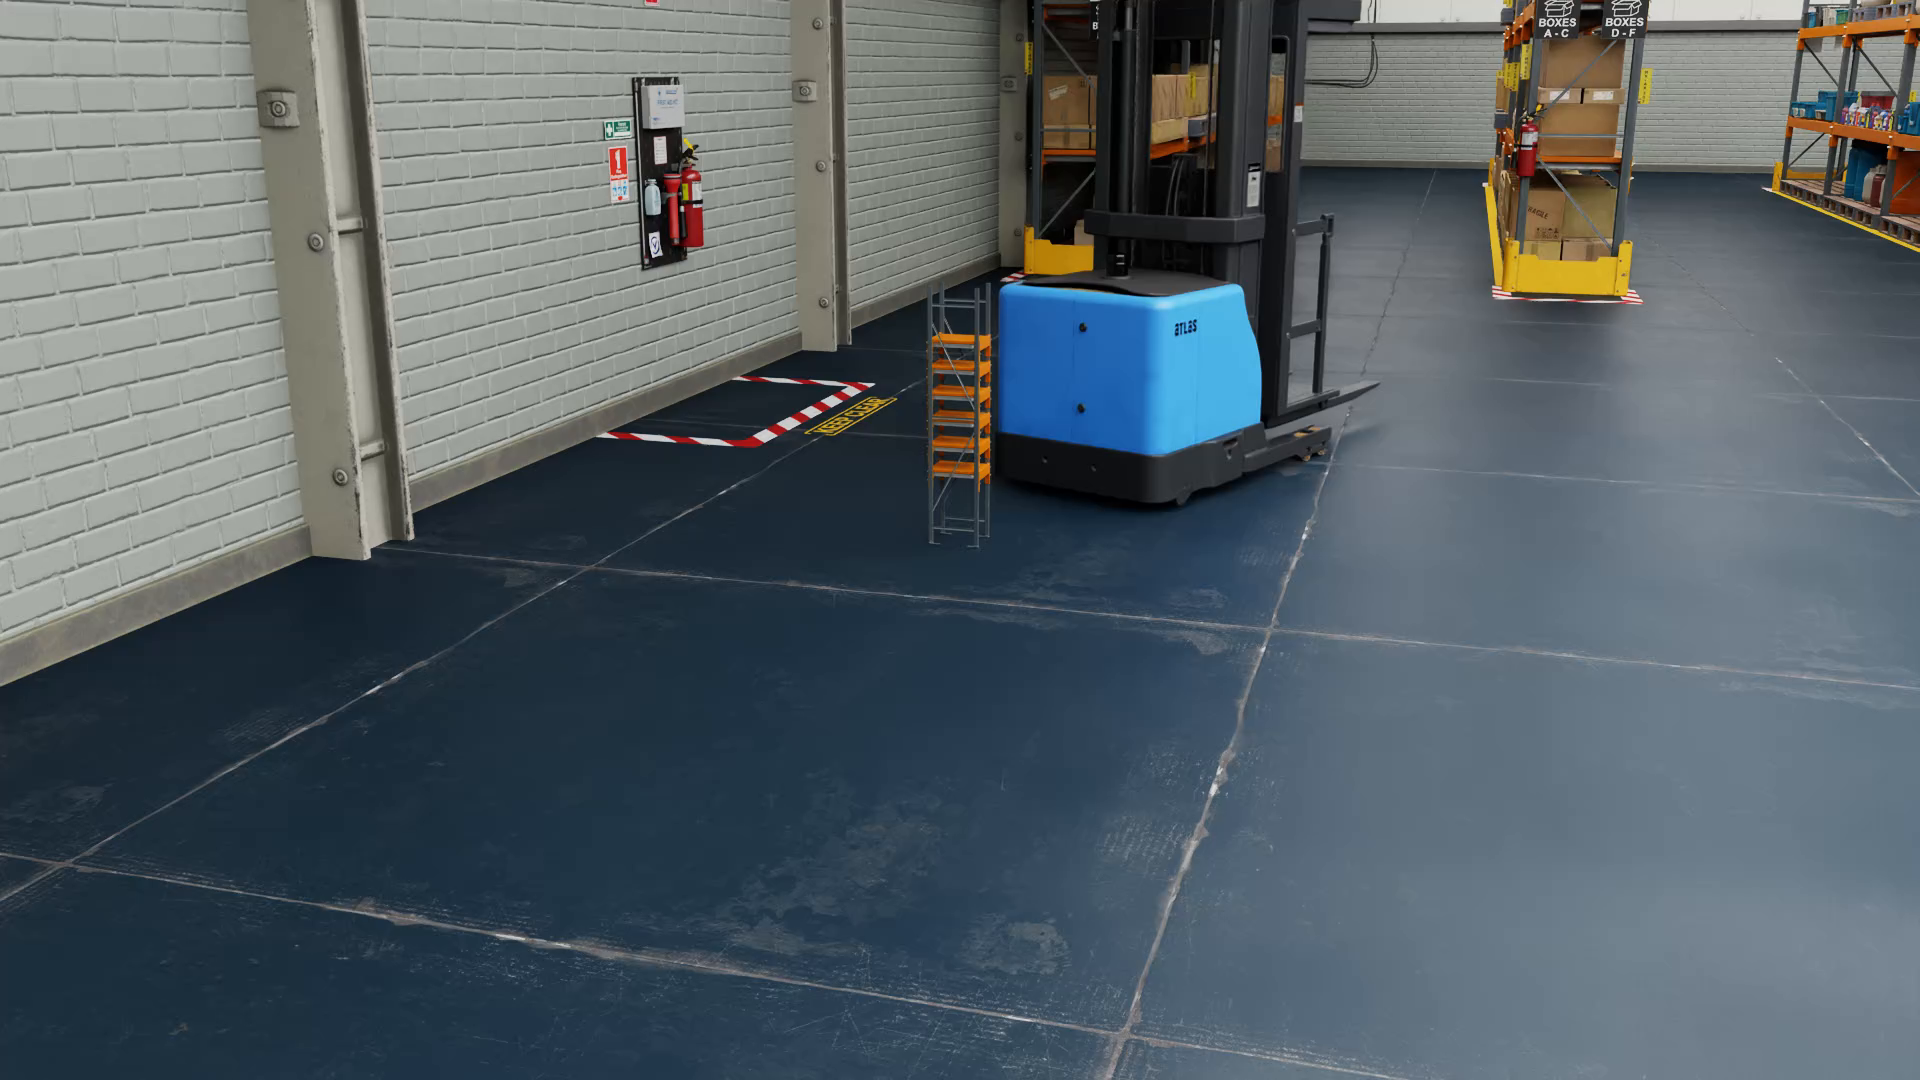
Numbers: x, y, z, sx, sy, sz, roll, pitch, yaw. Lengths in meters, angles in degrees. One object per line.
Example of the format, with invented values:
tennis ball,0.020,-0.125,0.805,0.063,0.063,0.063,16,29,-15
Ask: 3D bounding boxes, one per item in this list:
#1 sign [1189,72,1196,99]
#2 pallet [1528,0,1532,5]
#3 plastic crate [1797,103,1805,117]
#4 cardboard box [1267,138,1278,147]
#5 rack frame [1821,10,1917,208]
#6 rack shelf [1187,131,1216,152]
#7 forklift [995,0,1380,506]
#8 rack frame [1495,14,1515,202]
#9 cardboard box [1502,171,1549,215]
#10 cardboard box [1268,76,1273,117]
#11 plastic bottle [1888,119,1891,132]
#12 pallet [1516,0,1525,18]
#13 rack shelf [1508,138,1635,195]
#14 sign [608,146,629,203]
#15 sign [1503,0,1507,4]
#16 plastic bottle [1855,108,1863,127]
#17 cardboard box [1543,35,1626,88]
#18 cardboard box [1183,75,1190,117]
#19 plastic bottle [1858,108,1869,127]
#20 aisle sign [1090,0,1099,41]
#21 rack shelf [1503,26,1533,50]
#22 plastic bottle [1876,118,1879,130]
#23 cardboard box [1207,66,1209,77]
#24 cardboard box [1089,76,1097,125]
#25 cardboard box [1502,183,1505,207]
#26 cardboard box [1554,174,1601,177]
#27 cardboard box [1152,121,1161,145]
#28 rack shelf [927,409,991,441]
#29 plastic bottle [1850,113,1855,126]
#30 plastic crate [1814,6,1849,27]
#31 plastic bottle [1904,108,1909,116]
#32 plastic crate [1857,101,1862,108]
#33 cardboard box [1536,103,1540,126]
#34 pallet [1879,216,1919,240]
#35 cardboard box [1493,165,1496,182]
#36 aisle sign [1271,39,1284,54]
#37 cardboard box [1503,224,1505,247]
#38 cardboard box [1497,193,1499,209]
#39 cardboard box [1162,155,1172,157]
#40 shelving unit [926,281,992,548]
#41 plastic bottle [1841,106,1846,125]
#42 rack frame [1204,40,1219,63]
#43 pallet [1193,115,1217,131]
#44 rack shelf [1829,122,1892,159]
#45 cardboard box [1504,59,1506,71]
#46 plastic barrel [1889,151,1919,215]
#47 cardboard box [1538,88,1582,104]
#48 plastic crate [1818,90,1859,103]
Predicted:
sign,2.918,-5.727,20.938,0.100,0.325,0.005,5,16,16
pallet,6.929,-6.143,18.655,1.003,0.211,1.213,5,16,16
plastic crate,14.732,-7.459,28.827,0.416,0.233,0.300,5,16,16
cardboard box,5.841,-7.563,31.620,0.380,0.149,0.250,4,16,15
rack frame,14.168,-6.676,25.868,1.000,3.000,0.127,5,16,16
rack shelf,2.964,-5.528,23.140,1.077,0.370,4.000,5,16,16
forklift,1.480,-1.925,9.244,1.130,2.935,3.031,12,20,36
rack frame,9.420,-7.061,27.225,1.000,3.000,0.127,5,16,16
cardboard box,6.714,-4.111,19.720,0.500,0.500,0.500,5,16,16
cardboard box,5.052,-7.919,29.703,0.980,0.700,0.700,4,16,14
plastic bottle,12.787,-5.701,22.796,0.097,0.201,0.097,0,16,0
pallet,8.176,-7.182,22.502,1.213,0.211,1.003,5,17,18
rack shelf,6.578,-4.098,18.100,1.077,0.370,4.000,5,16,16
sign,-2.071,-2.222,10.100,0.001,0.329,0.234,5,16,16
sign,10.036,-10.013,30.534,0.100,0.325,0.005,5,16,16
plastic bottle,13.408,-6.282,24.708,0.152,0.276,0.135,5,16,16
cardboard box,6.169,-4.728,16.442,0.700,0.500,0.500,5,16,16
cardboard box,2.558,-5.501,20.592,0.500,0.500,0.500,5,16,16
plastic bottle,13.342,-6.221,24.494,0.152,0.276,0.135,5,16,16
aisle sign,1.526,-5.513,17.004,0.394,0.787,0.004,5,16,16
rack shelf,9.988,-8.681,28.759,1.077,0.370,4.000,5,16,16
plastic bottle,12.991,-5.889,23.458,0.097,0.201,0.097,0,16,0
cardboard box,3.463,-6.877,24.398,0.380,0.149,0.250,2,16,9
cardboard box,1.683,-4.704,17.781,0.500,0.500,0.500,5,16,16
cardboard box,7.128,-4.381,21.021,0.500,0.311,0.500,5,17,17
cardboard box,7.071,-3.939,19.116,0.500,0.500,0.500,5,16,16
cardboard box,1.987,-4.615,18.840,0.500,0.250,0.500,4,16,15
rack shelf,-0.004,-0.531,7.664,0.258,0.103,0.180,5,16,16
plastic bottle,13.480,-6.339,25.045,0.097,0.201,0.097,0,16,0
plastic crate,14.607,-8.757,27.822,0.504,0.338,0.767,5,16,16
plastic bottle,13.955,-6.228,24.524,0.097,0.271,0.097,0,16,0
plastic crate,14.778,-7.033,27.234,0.437,0.282,0.530,5,16,16
cardboard box,6.446,-4.358,17.512,0.700,0.500,0.500,5,17,16
pallet,12.774,-4.088,21.855,1.003,0.211,1.213,5,16,16
cardboard box,9.523,-6.346,28.827,0.500,0.311,0.500,5,16,16
aisle sign,6.114,-9.736,31.895,0.394,0.787,0.004,5,16,16
cardboard box,6.293,-3.357,18.437,0.500,0.250,0.500,5,16,16
cardboard box,7.853,-4.779,23.451,0.500,0.250,0.500,5,16,16
cardboard box,2.855,-5.166,22.947,0.500,0.250,0.500,4,16,14
shelving unit,-0.004,-0.573,7.652,0.258,1.200,0.189,5,16,16
plastic bottle,13.655,-6.557,25.662,0.061,0.283,0.133,5,16,16
rack frame,4.669,-7.444,28.576,1.000,3.000,0.127,5,16,16
pallet,3.009,-5.784,23.076,1.003,0.211,1.213,5,16,16
rack shelf,13.599,-5.806,24.121,1.077,0.370,4.000,5,16,16
cardboard box,9.458,-7.876,28.086,0.500,0.500,0.500,4,16,15
plastic barrel,13.154,-4.916,22.873,0.600,0.830,0.708,5,16,16
cardboard box,5.935,-4.396,16.459,0.380,0.149,0.250,4,16,15
plastic crate,15.388,-7.666,29.184,0.616,0.435,0.499,5,16,16
